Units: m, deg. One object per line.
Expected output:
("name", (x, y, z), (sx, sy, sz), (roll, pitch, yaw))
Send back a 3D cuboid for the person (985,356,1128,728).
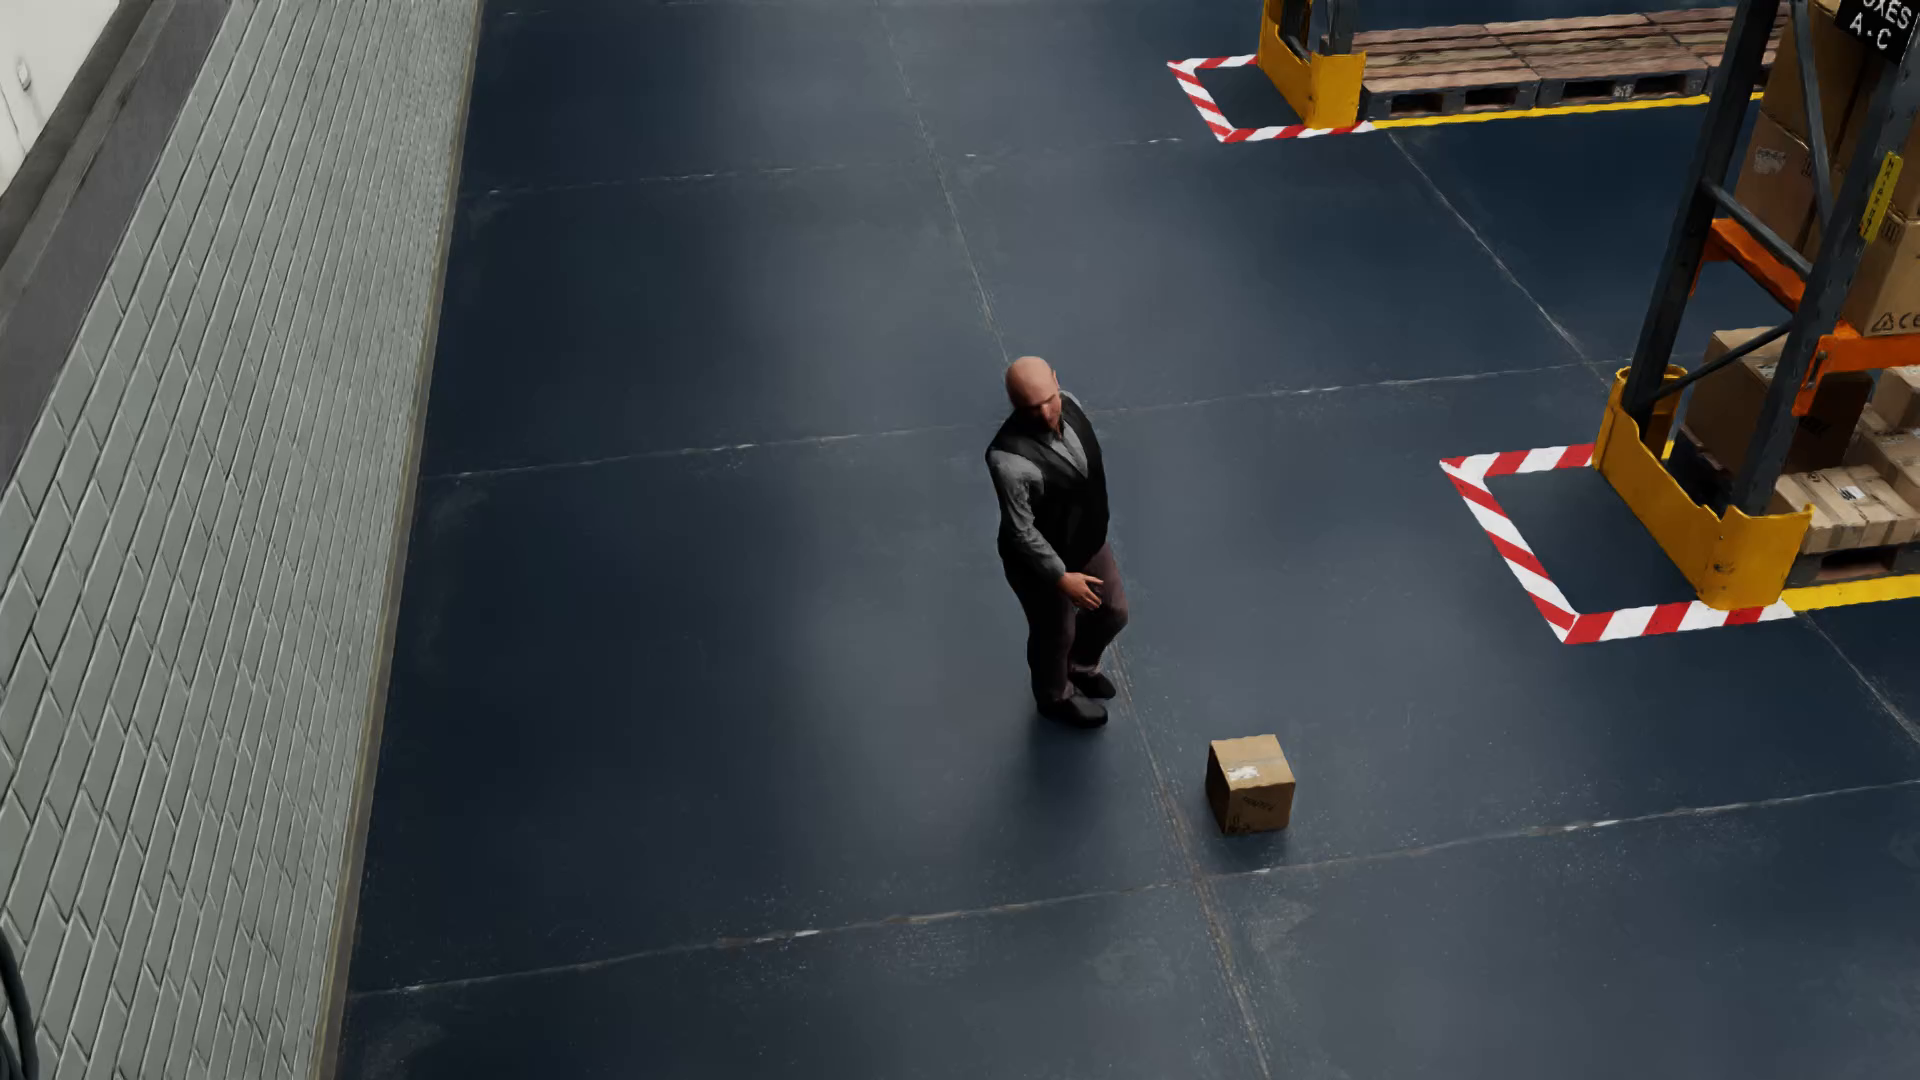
("person", (0.387, 0.071, 6.129), (0.460, 1.761, 0.614), (22, 43, 25))
